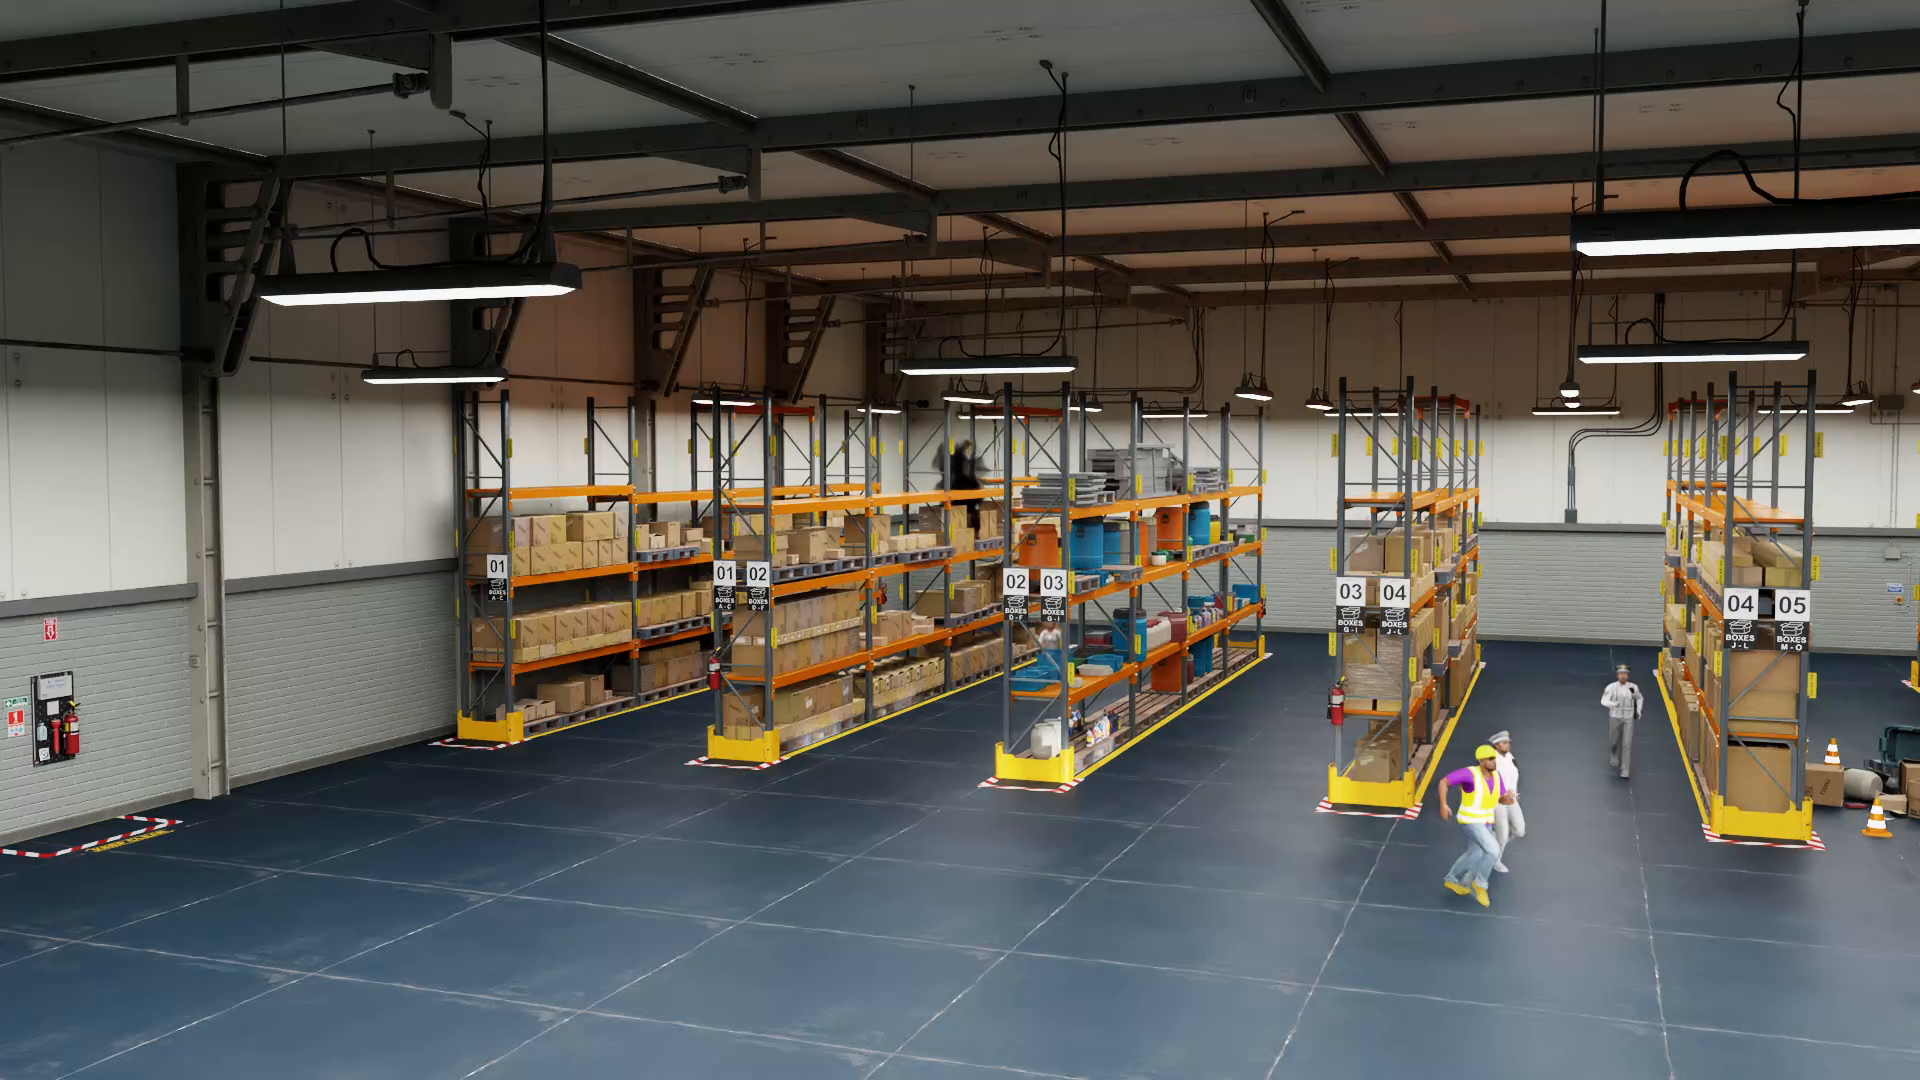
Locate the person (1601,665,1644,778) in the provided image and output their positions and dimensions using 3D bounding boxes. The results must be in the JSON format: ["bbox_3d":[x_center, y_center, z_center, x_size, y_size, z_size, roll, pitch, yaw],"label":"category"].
[{"bbox_3d":[10.163,2.738,25.509,0.617,1.673,0.923,1,3,19],"label":"person"}]

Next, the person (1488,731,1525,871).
[{"bbox_3d":[6.453,3.088,19.721,0.613,1.668,0.534,-2,4,-30],"label":"person"}]

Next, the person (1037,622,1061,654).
[{"bbox_3d":[1.829,2.373,33.544,0.552,1.555,0.819,1,3,13],"label":"person"}]

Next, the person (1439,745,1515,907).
[{"bbox_3d":[5.678,3.119,18.268,0.732,1.763,0.818,-2,4,-33],"label":"person"}]
